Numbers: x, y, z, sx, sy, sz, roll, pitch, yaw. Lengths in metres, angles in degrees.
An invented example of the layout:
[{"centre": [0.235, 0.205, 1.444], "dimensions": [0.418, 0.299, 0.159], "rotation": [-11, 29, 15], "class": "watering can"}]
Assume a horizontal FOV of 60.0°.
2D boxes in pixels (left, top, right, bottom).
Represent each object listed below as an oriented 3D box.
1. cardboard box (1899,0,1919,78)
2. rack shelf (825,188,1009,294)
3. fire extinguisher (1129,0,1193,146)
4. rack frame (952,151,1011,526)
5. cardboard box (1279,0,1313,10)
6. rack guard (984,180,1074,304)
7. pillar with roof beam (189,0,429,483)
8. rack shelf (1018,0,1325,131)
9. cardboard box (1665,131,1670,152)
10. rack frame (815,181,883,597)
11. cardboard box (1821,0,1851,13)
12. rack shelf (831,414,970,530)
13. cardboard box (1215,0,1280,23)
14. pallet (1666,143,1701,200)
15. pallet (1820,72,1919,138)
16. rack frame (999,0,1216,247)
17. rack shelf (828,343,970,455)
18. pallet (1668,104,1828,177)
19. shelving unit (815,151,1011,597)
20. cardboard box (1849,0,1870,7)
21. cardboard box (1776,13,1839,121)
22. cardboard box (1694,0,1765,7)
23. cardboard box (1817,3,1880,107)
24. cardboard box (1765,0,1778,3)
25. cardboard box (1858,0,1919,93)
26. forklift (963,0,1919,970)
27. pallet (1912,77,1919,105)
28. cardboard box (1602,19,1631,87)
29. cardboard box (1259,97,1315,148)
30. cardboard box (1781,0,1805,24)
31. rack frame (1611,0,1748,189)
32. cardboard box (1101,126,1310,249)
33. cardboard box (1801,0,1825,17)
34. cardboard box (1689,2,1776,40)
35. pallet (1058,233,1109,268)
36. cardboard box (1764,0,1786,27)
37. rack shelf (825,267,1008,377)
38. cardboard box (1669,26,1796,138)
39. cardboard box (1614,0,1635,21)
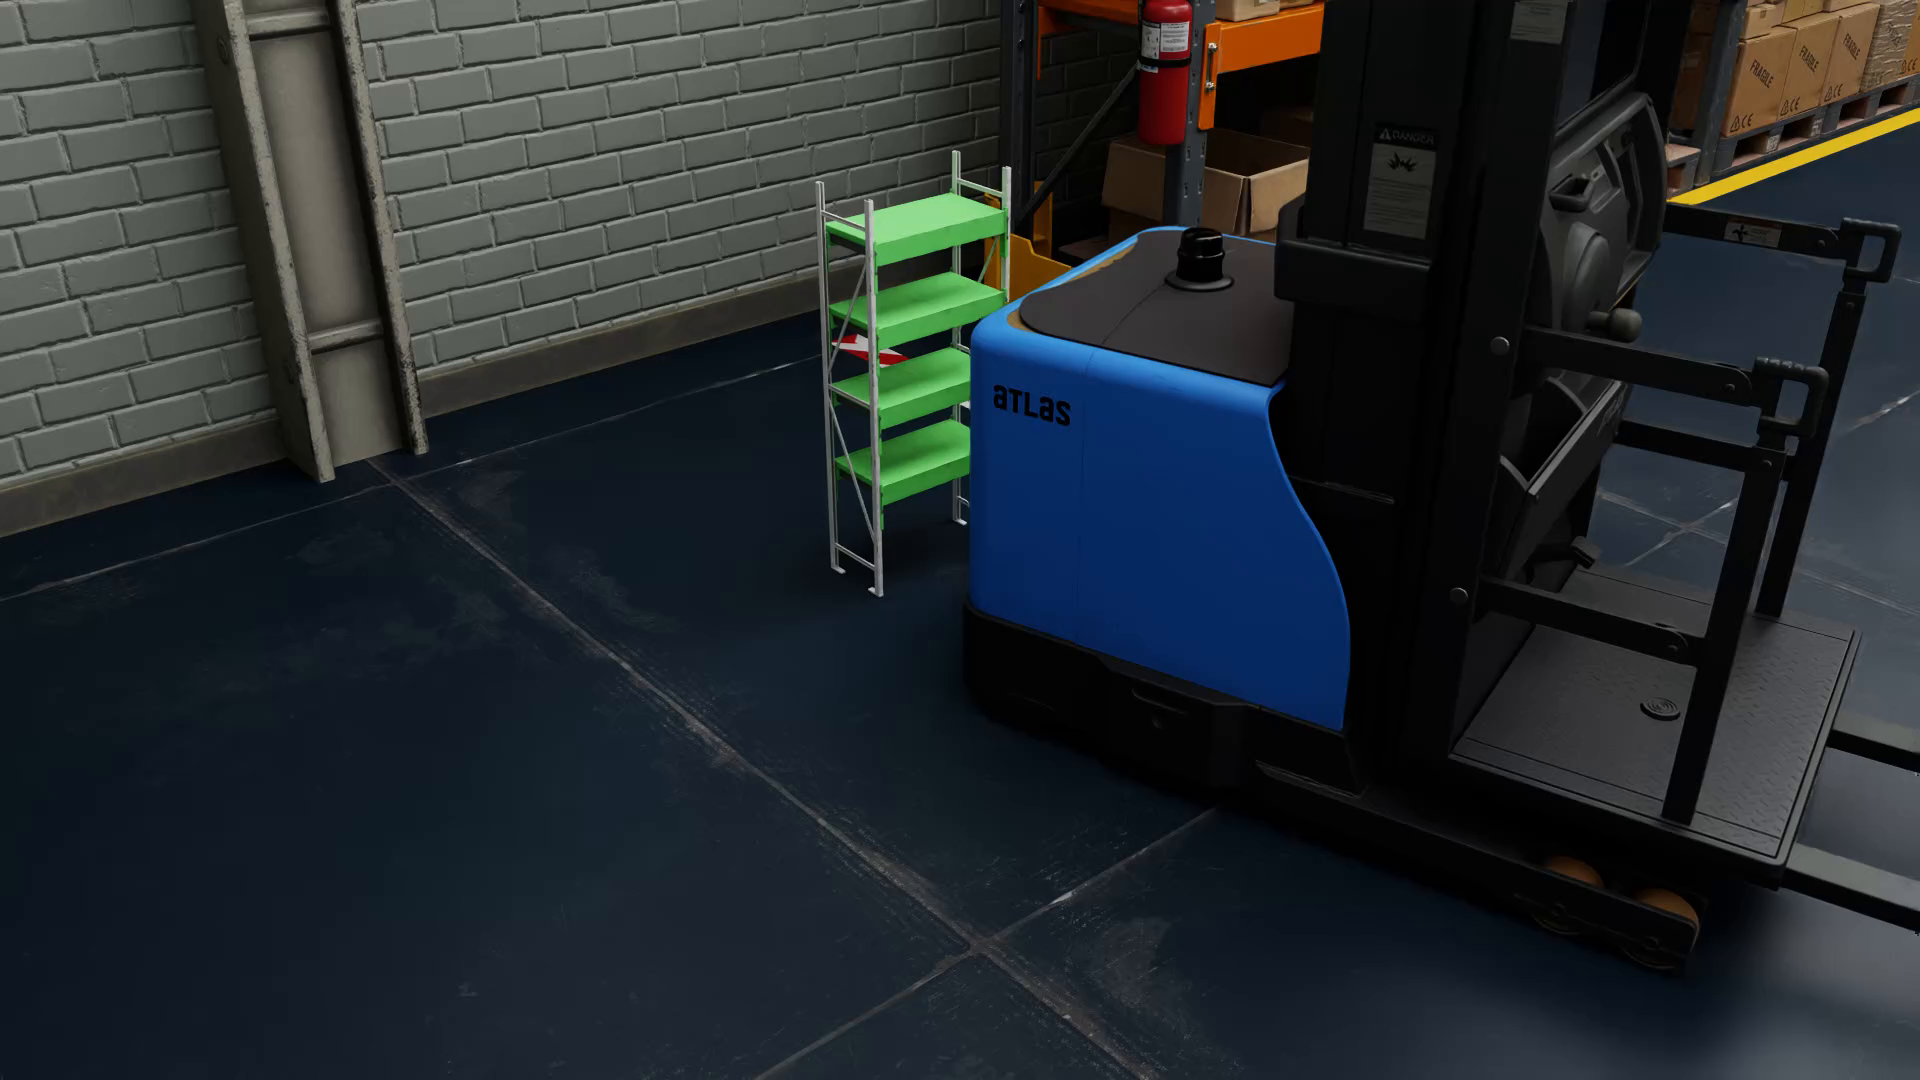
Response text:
[{"centre": [5.647, -3.144, 10.158], "dimensions": [0.500, 0.500, 0.500], "rotation": [-20, 34, -33], "class": "cardboard box"}, {"centre": [-0.126, -0.846, 4.676], "dimensions": [0.480, 0.148, 0.258], "rotation": [-22, 35, -35], "class": "rack shelf"}, {"centre": [0.715, -1.722, 5.767], "dimensions": [0.183, 0.674, 0.296], "rotation": [-22, 35, -35], "class": "fire extinguisher"}, {"centre": [0.060, -0.553, 5.012], "dimensions": [0.015, 1.200, 0.240], "rotation": [-22, 35, -35], "class": "rack frame"}, {"centre": [1.118, -2.117, 6.295], "dimensions": [0.250, 0.149, 0.380], "rotation": [-21, 35, -34], "class": "cardboard box"}, {"centre": [0.585, -1.052, 6.688], "dimensions": [0.348, 0.500, 1.175], "rotation": [-22, 35, -35], "class": "rack guard"}, {"centre": [0.685, -2.732, 0.814], "dimensions": [0.400, 9.000, 9.100], "rotation": [-22, 35, -35], "class": "pillar with roof beam"}, {"centre": [2.048, -2.426, 7.370], "dimensions": [4.000, 0.370, 1.077], "rotation": [-22, 35, -35], "class": "rack shelf"}, {"centre": [3.337, -2.007, 8.402], "dimensions": [0.250, 0.149, 0.380], "rotation": [-23, 36, -36], "class": "cardboard box"}, {"centre": [-0.312, -0.404, 4.733], "dimensions": [0.015, 1.200, 0.240], "rotation": [-22, 35, -35], "class": "rack frame"}, {"centre": [4.778, -3.085, 9.358], "dimensions": [0.250, 0.149, 0.380], "rotation": [-22, 35, -35], "class": "cardboard box"}, {"centre": [-0.126, -0.211, 5.016], "dimensions": [0.480, 0.148, 0.258], "rotation": [-22, 35, -35], "class": "rack shelf"}, {"centre": [0.955, -2.022, 6.118], "dimensions": [0.250, 0.149, 0.380], "rotation": [-22, 35, -35], "class": "cardboard box"}, {"centre": [3.047, -1.915, 8.610], "dimensions": [1.213, 0.211, 1.003], "rotation": [-22, 35, -35], "class": "pallet"}, {"centre": [5.093, -2.762, 10.195], "dimensions": [1.213, 0.211, 1.003], "rotation": [-22, 35, -35], "class": "pallet"}, {"centre": [0.527, -2.131, 6.055], "dimensions": [0.127, 3.000, 1.000], "rotation": [-22, 35, -35], "class": "rack frame"}, {"centre": [-0.126, -0.422, 4.903], "dimensions": [0.480, 0.148, 0.258], "rotation": [-22, 35, -35], "class": "rack shelf"}, {"centre": [4.164, -2.387, 9.493], "dimensions": [1.213, 0.211, 1.003], "rotation": [-22, 35, -35], "class": "pallet"}, {"centre": [-0.126, -0.479, 4.872], "dimensions": [0.503, 1.200, 0.258], "rotation": [-22, 35, -35], "class": "shelving unit"}, {"centre": [4.968, -3.160, 9.498], "dimensions": [0.250, 0.149, 0.380], "rotation": [-20, 34, -33], "class": "cardboard box"}, {"centre": [4.482, -2.671, 9.272], "dimensions": [0.500, 0.500, 0.500], "rotation": [-22, 35, -36], "class": "cardboard box"}, {"centre": [3.976, -2.891, 8.680], "dimensions": [0.250, 0.149, 0.380], "rotation": [-23, 35, -36], "class": "cardboard box"}, {"centre": [4.865, -2.822, 9.555], "dimensions": [0.500, 0.500, 0.500], "rotation": [-23, 36, -36], "class": "cardboard box"}, {"centre": [4.182, -2.966, 8.820], "dimensions": [0.250, 0.149, 0.380], "rotation": [-24, 36, -37], "class": "cardboard box"}, {"centre": [5.264, -2.979, 9.848], "dimensions": [0.500, 0.500, 0.500], "rotation": [-23, 36, -37], "class": "cardboard box"}, {"centre": [1.522, -0.667, 3.389], "dimensions": [3.031, 2.935, 1.130], "rotation": [17, 33, 29], "class": "forklift"}, {"centre": [6.020, -3.134, 10.890], "dimensions": [1.213, 0.211, 1.003], "rotation": [-22, 35, -35], "class": "pallet"}, {"centre": [3.751, -2.694, 9.315], "dimensions": [0.500, 0.500, 0.500], "rotation": [-22, 35, -35], "class": "cardboard box"}, {"centre": [1.729, -1.614, 7.295], "dimensions": [0.500, 0.500, 0.700], "rotation": [-20, 34, -33], "class": "cardboard box"}, {"centre": [4.364, -2.933, 9.074], "dimensions": [0.250, 0.149, 0.380], "rotation": [-24, 36, -37], "class": "cardboard box"}, {"centre": [3.570, -3.355, 8.345], "dimensions": [0.127, 3.000, 1.000], "rotation": [-22, 35, -35], "class": "rack frame"}, {"centre": [1.054, -1.368, 6.831], "dimensions": [0.637, 0.503, 0.797], "rotation": [-24, 36, -37], "class": "cardboard box"}, {"centre": [4.563, -3.022, 9.240], "dimensions": [0.250, 0.149, 0.380], "rotation": [-23, 35, -36], "class": "cardboard box"}, {"centre": [4.015, -2.738, 8.709], "dimensions": [0.250, 0.149, 0.380], "rotation": [-20, 34, -33], "class": "cardboard box"}, {"centre": [1.190, -1.169, 7.213], "dimensions": [1.213, 0.211, 1.003], "rotation": [-22, 35, -35], "class": "pallet"}, {"centre": [4.176, -2.850, 8.919], "dimensions": [0.250, 0.149, 0.380], "rotation": [-23, 36, -36], "class": "cardboard box"}, {"centre": [-0.126, -0.634, 4.789], "dimensions": [0.480, 0.148, 0.258], "rotation": [-22, 35, -35], "class": "rack shelf"}, {"centre": [4.084, -2.505, 8.961], "dimensions": [0.500, 0.500, 0.500], "rotation": [-20, 34, -33], "class": "cardboard box"}, {"centre": [3.663, -2.939, 9.086], "dimensions": [0.250, 0.149, 0.380], "rotation": [-24, 36, -37], "class": "cardboard box"}]
